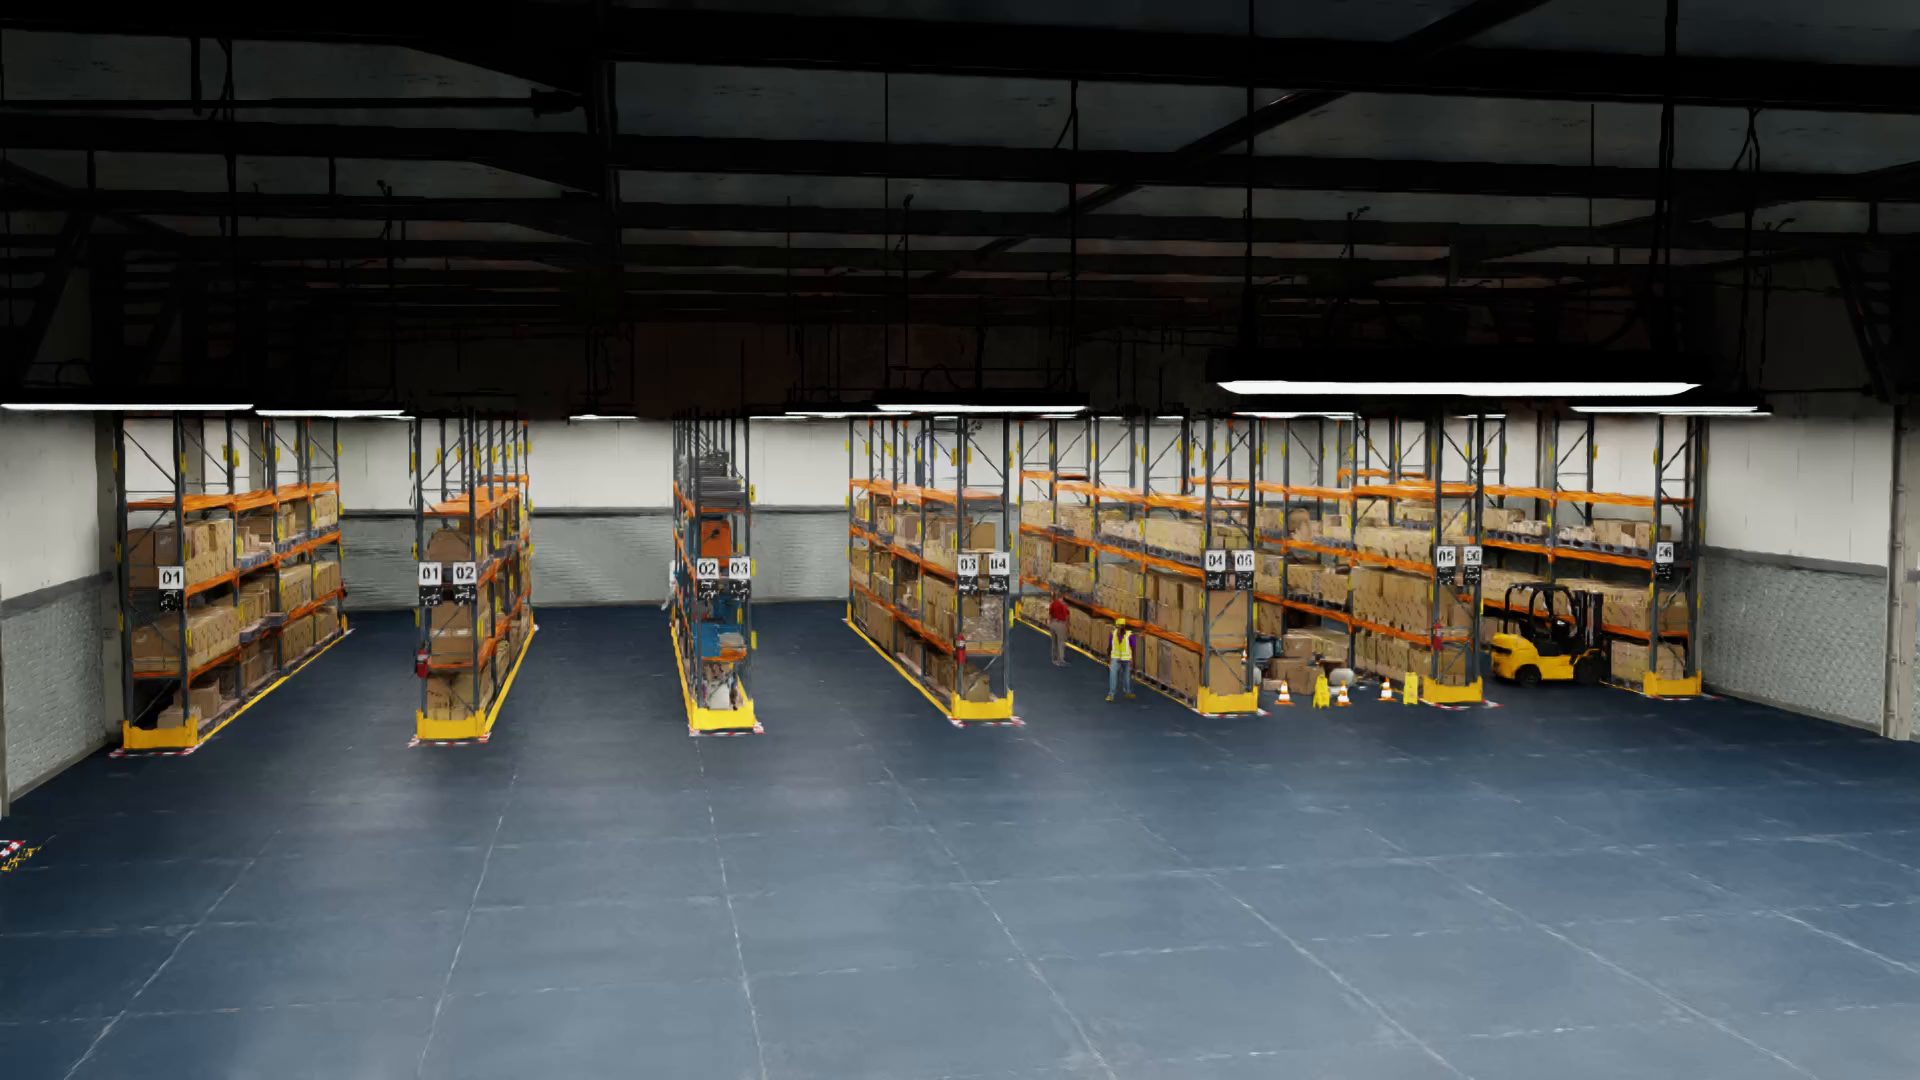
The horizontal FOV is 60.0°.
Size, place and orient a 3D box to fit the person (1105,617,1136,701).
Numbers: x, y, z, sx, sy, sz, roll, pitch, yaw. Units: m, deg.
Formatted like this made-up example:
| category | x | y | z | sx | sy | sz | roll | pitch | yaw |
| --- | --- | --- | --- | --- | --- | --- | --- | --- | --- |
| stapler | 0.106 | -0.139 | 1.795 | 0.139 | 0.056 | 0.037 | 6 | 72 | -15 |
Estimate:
| category | x | y | z | sx | sy | sz | roll | pitch | yaw |
| --- | --- | --- | --- | --- | --- | --- | --- | --- | --- |
| person | 3.308 | 2.438 | 34.187 | 0.622 | 1.719 | 0.957 | 1 | 4 | 13 |

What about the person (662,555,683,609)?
| category | x | y | z | sx | sy | sz | roll | pitch | yaw |
| --- | --- | --- | --- | --- | --- | --- | --- | --- | --- |
| person | -8.729 | 1.237 | 50.693 | 0.558 | 1.769 | 0.782 | 3 | 5 | 39 |

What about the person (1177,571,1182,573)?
| category | x | y | z | sx | sy | sz | roll | pitch | yaw |
| --- | --- | --- | --- | --- | --- | --- | --- | --- | --- |
| person | 5.917 | 1.643 | 44.752 | 0.586 | 1.768 | 0.638 | 1 | 4 | 11 |

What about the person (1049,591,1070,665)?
| category | x | y | z | sx | sy | sz | roll | pitch | yaw |
| --- | --- | --- | --- | --- | --- | --- | --- | --- | --- |
| person | 2.369 | 2.060 | 39.173 | 0.449 | 1.731 | 0.589 | -4 | 6 | -43 |

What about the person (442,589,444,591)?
| category | x | y | z | sx | sy | sz | roll | pitch | yaw |
| --- | --- | --- | --- | --- | --- | --- | --- | --- | --- |
| person | -14.547 | 1.594 | 46.687 | 0.448 | 1.590 | 1.110 | -1 | 4 | -9 |
